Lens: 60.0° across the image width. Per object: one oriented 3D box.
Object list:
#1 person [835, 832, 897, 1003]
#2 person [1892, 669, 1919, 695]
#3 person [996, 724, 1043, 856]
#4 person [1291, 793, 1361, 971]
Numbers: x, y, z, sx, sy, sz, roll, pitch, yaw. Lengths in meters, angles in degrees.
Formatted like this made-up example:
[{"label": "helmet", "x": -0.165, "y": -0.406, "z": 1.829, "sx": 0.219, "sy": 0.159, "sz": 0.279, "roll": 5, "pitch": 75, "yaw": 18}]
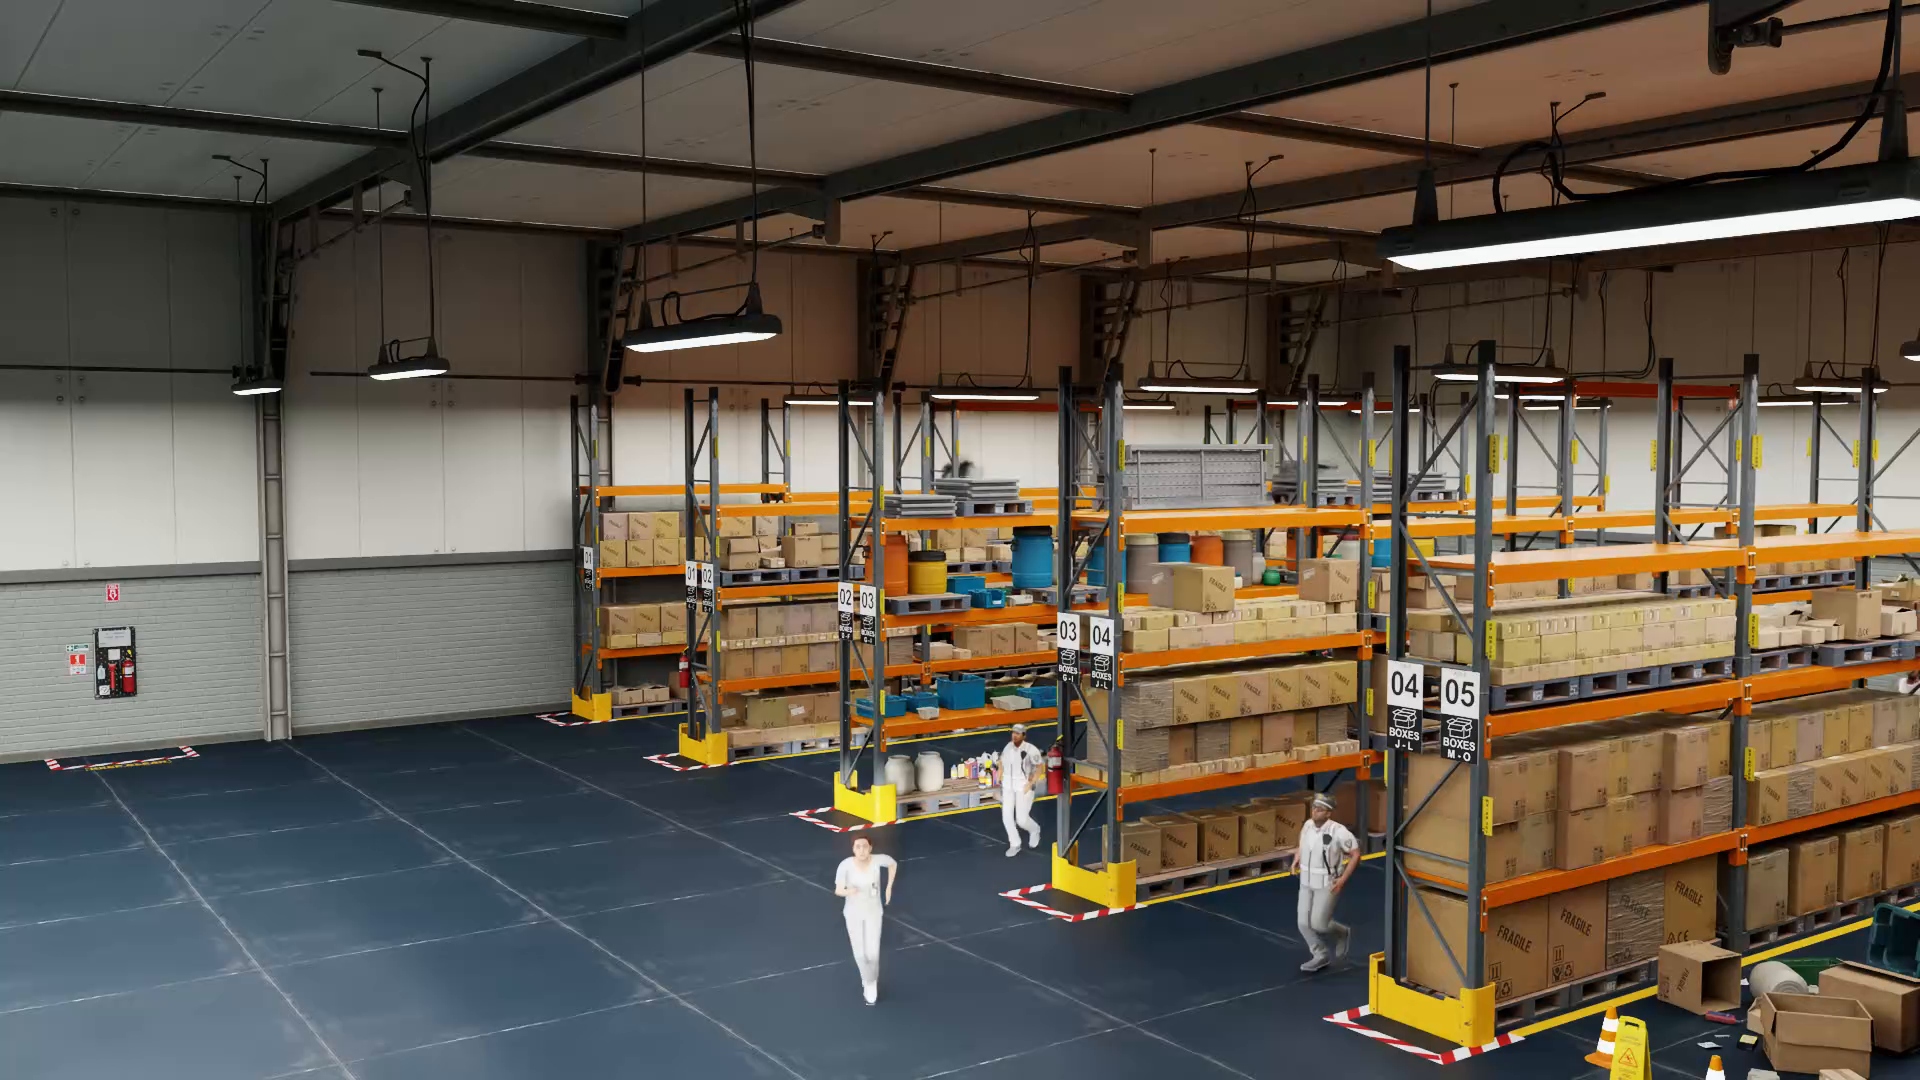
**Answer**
[{"label": "person", "x": -0.853, "y": 3.421, "z": 15.119, "sx": 0.537, "sy": 1.604, "sz": 0.794, "roll": 0, "pitch": 3, "yaw": 2}, {"label": "person", "x": 14.829, "y": 2.744, "z": 25.827, "sx": 0.703, "sy": 1.738, "sz": 0.738, "roll": 3, "pitch": 5, "yaw": 44}, {"label": "person", "x": 0.742, "y": 3.108, "z": 20.795, "sx": 0.629, "sy": 1.625, "sz": 0.547, "roll": 2, "pitch": 4, "yaw": 32}, {"label": "person", "x": 3.505, "y": 3.322, "z": 16.155, "sx": 0.579, "sy": 1.750, "sz": 0.686, "roll": -3, "pitch": 4, "yaw": -40}]
